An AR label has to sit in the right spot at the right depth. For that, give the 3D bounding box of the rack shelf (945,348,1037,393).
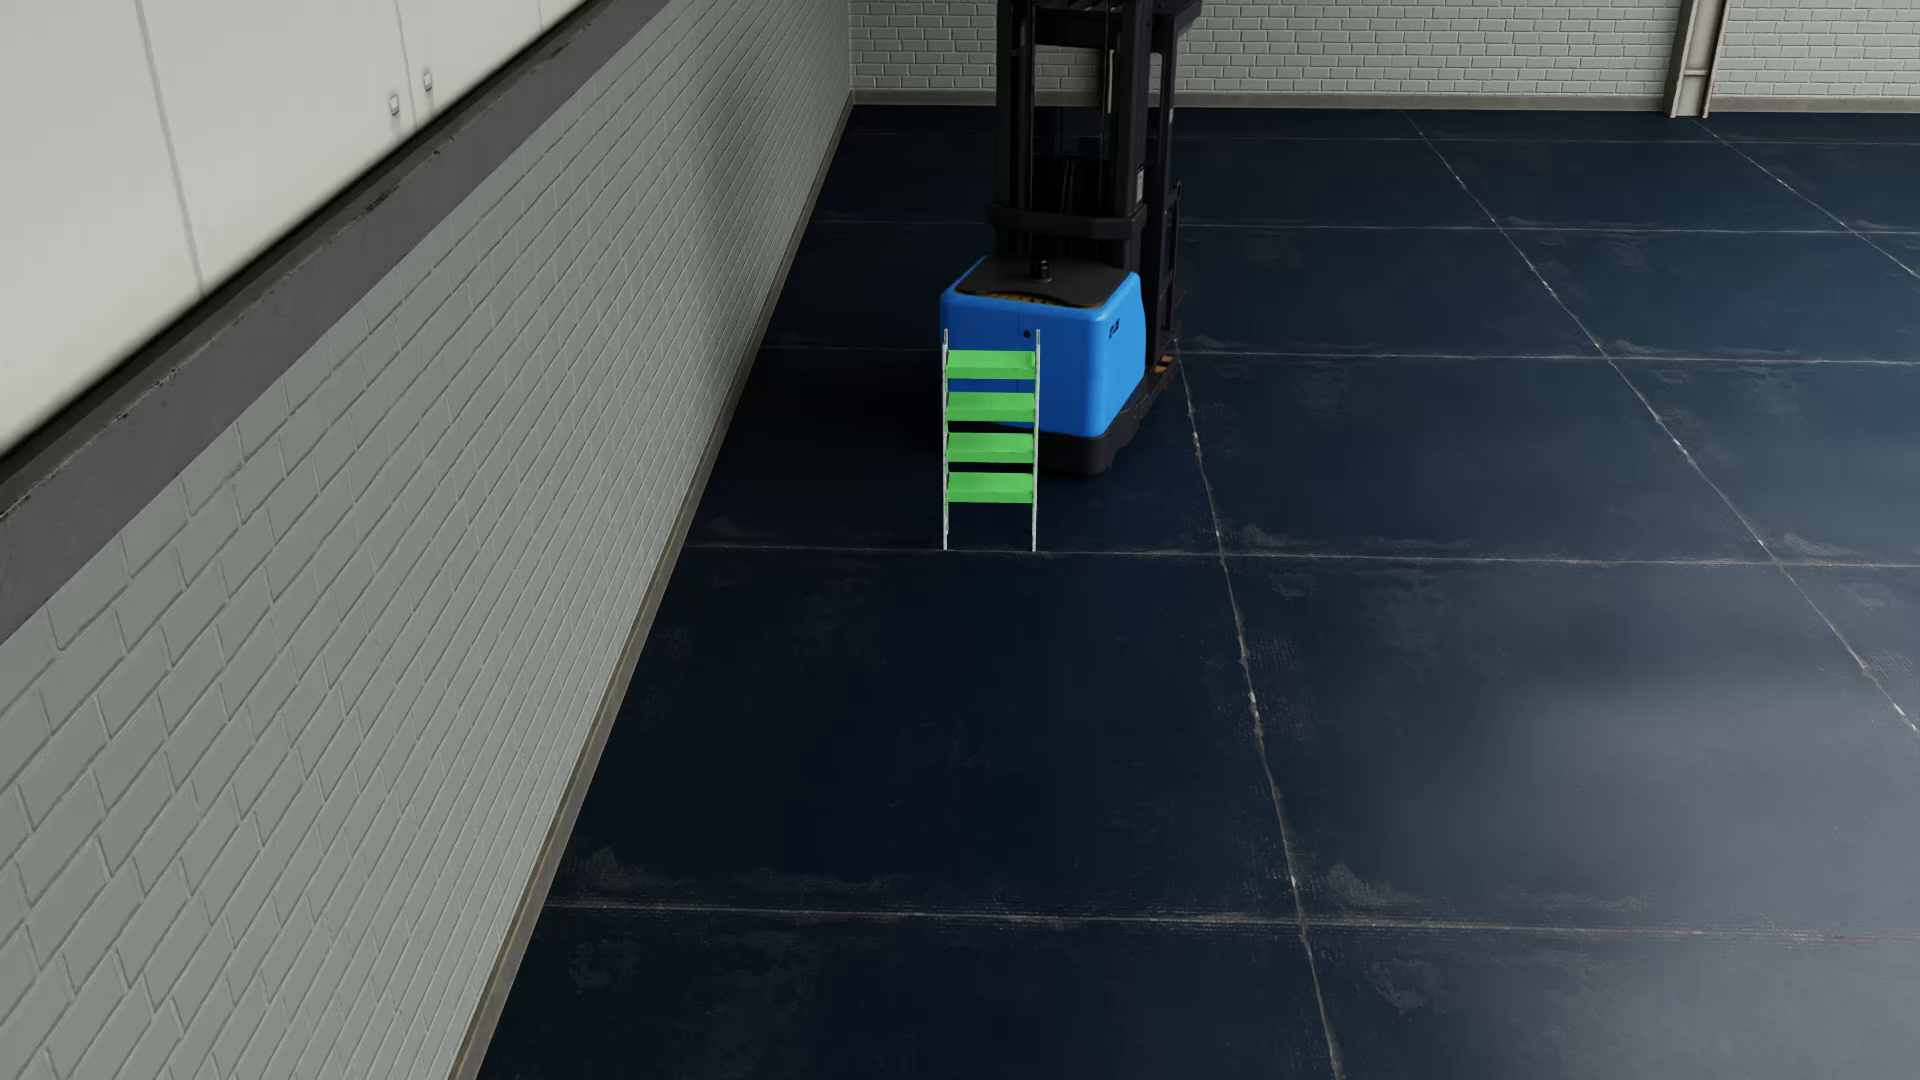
[{"bbox_3d":[0.165,-0.895,8.769,0.480,0.148,0.258,1,28,2],"label":"rack shelf"}]

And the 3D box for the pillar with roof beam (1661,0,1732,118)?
[{"bbox_3d":[7.640,-6.547,11.992,0.400,9.000,9.100,1,28,2],"label":"pillar with roof beam"}]

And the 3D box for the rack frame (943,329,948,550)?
[{"bbox_3d":[-0.078,-0.531,8.971,0.015,1.200,0.240,1,28,2],"label":"rack frame"}]

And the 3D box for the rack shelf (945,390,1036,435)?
[{"bbox_3d":[0.165,-0.683,8.881,0.480,0.148,0.258,1,28,2],"label":"rack shelf"}]

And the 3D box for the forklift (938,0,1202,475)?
[{"bbox_3d":[0.843,-2.350,10.554,1.130,2.935,3.031,10,29,17],"label":"forklift"}]

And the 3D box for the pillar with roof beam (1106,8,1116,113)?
[{"bbox_3d":[1.643,-6.646,12.180,0.400,9.000,9.100,1,28,2],"label":"pillar with roof beam"}]

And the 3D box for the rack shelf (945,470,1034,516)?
[{"bbox_3d":[0.165,-0.259,9.106,0.480,0.148,0.258,1,28,2],"label":"rack shelf"}]

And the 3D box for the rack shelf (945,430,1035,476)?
[{"bbox_3d":[0.165,-0.471,8.994,0.480,0.148,0.258,1,28,2],"label":"rack shelf"}]

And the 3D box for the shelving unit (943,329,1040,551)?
[{"bbox_3d":[0.165,-0.527,8.964,0.503,1.200,0.258,1,28,2],"label":"shelving unit"}]

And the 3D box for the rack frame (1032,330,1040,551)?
[{"bbox_3d":[0.409,-0.523,8.956,0.015,1.200,0.240,1,28,2],"label":"rack frame"}]
